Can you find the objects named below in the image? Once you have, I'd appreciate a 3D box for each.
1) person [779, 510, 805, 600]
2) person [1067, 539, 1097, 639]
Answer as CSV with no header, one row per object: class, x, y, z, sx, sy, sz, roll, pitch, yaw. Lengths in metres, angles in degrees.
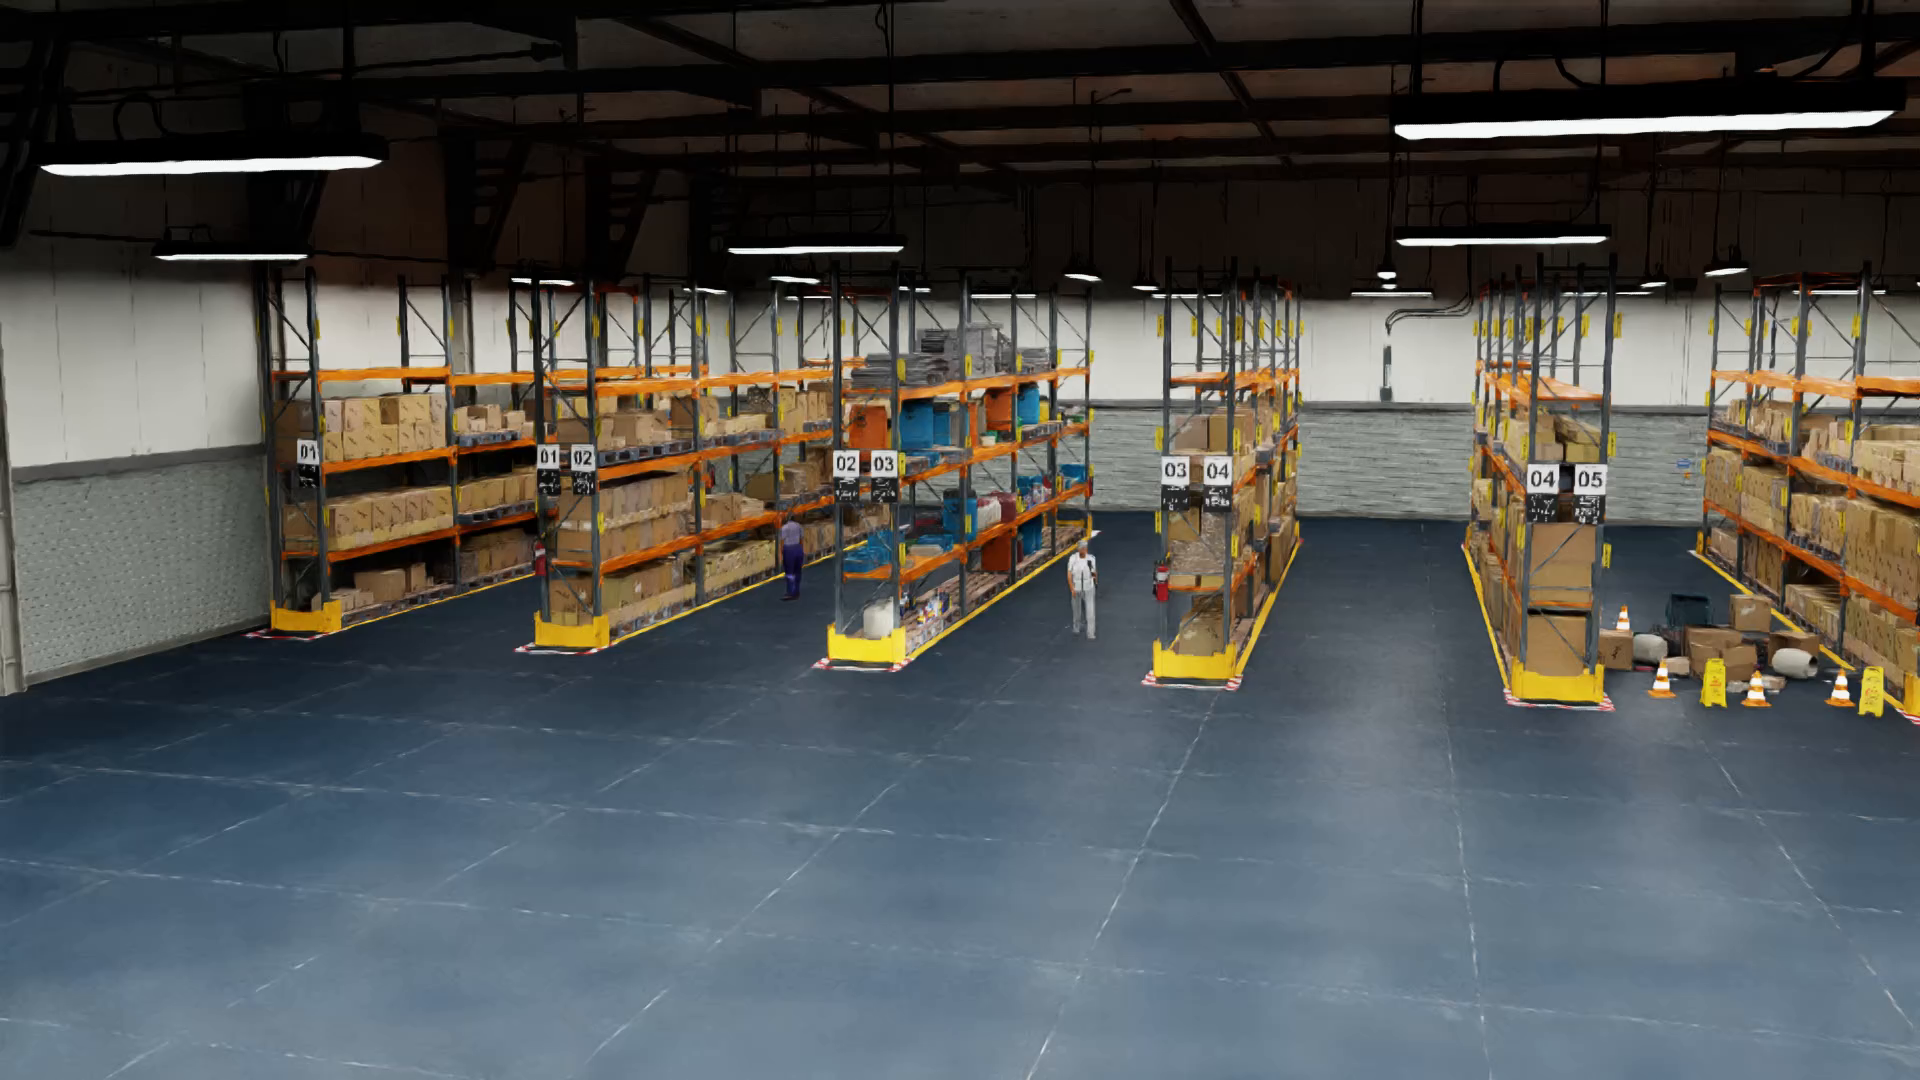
person,-3.147,0.257,30.939,0.598,1.644,0.556,-7,10,-43
person,1.986,0.778,27.016,0.491,1.598,1.000,1,7,6
